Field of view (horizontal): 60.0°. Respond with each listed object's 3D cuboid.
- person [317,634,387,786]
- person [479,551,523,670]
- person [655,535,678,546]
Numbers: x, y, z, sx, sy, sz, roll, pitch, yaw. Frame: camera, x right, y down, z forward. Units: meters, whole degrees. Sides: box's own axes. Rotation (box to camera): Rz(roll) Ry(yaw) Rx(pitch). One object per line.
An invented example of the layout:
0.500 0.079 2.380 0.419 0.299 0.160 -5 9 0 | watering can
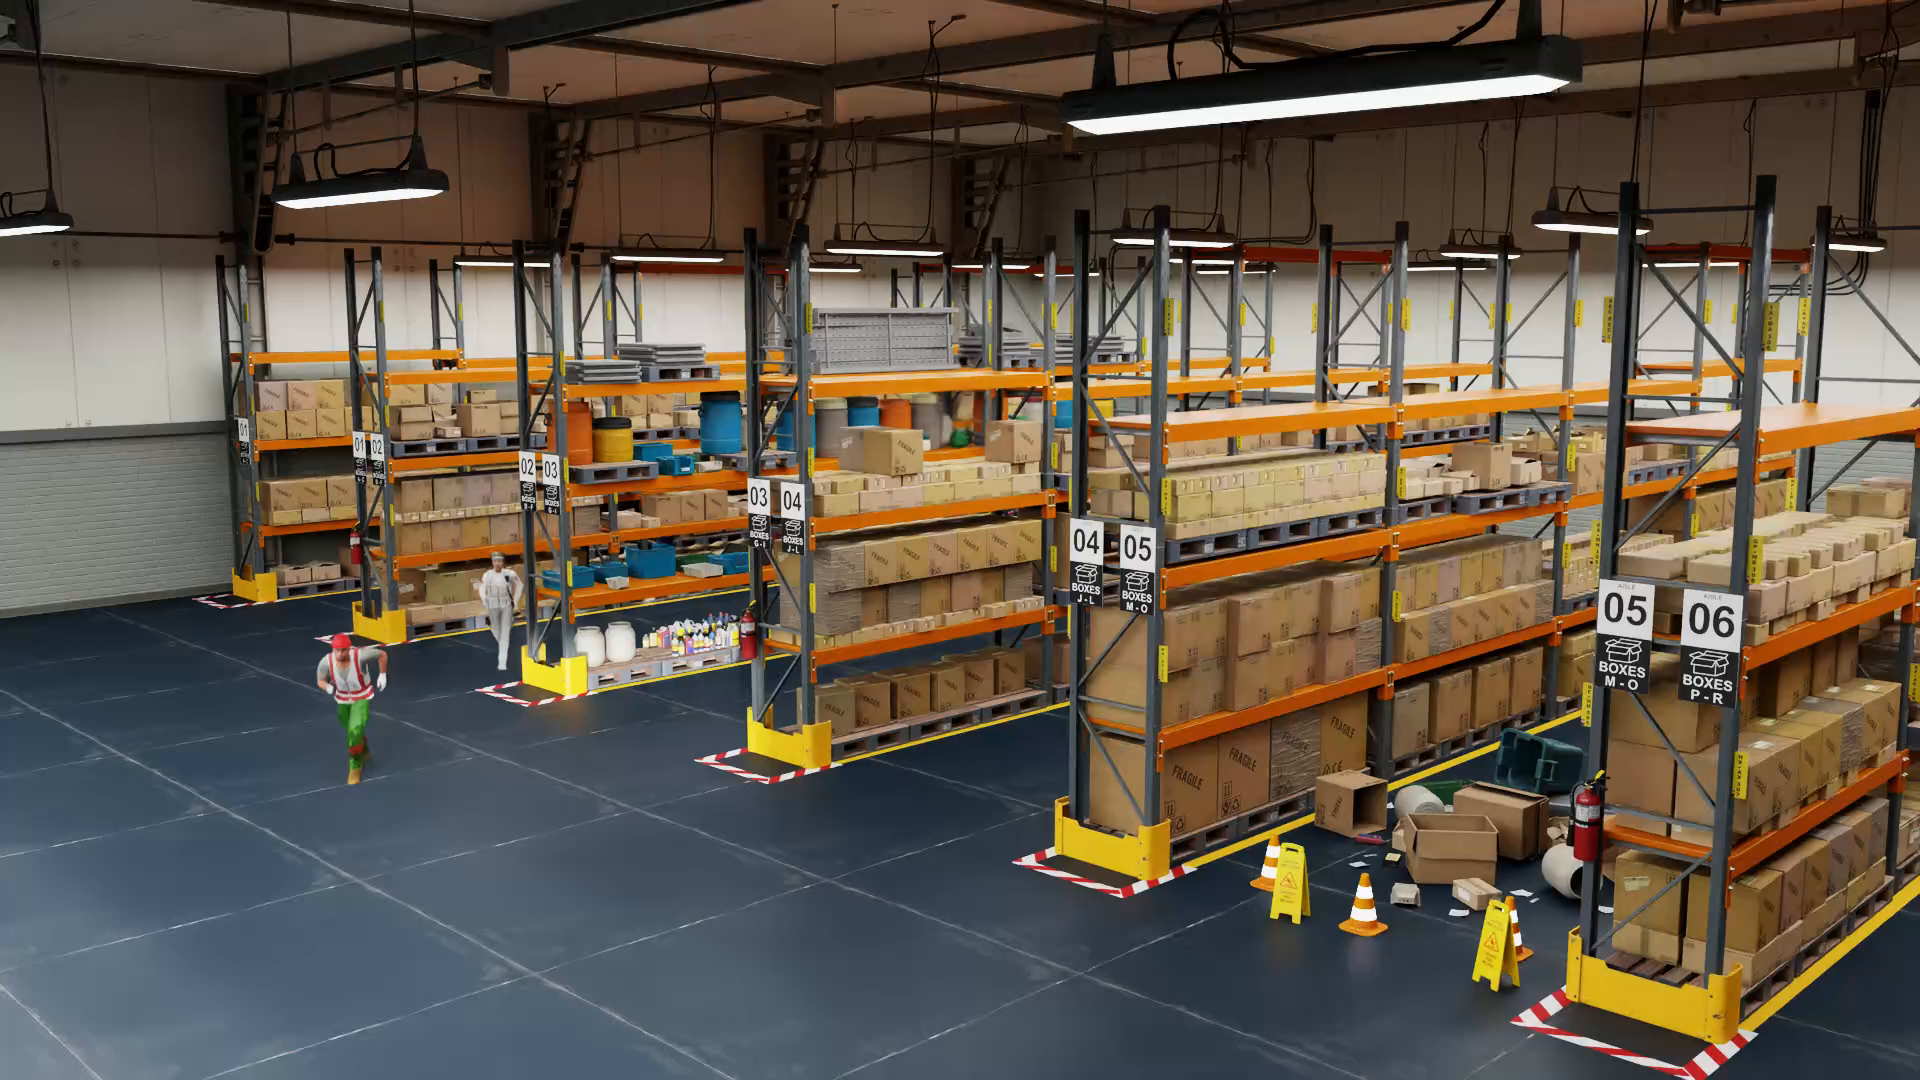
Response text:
-6.603 1.801 18.160 0.705 1.715 1.008 -1 8 -6 | person
-6.592 0.972 23.928 0.613 1.687 0.823 -1 8 -8 | person
-5.626 -0.115 31.901 0.714 1.595 0.572 -8 11 -44 | person
